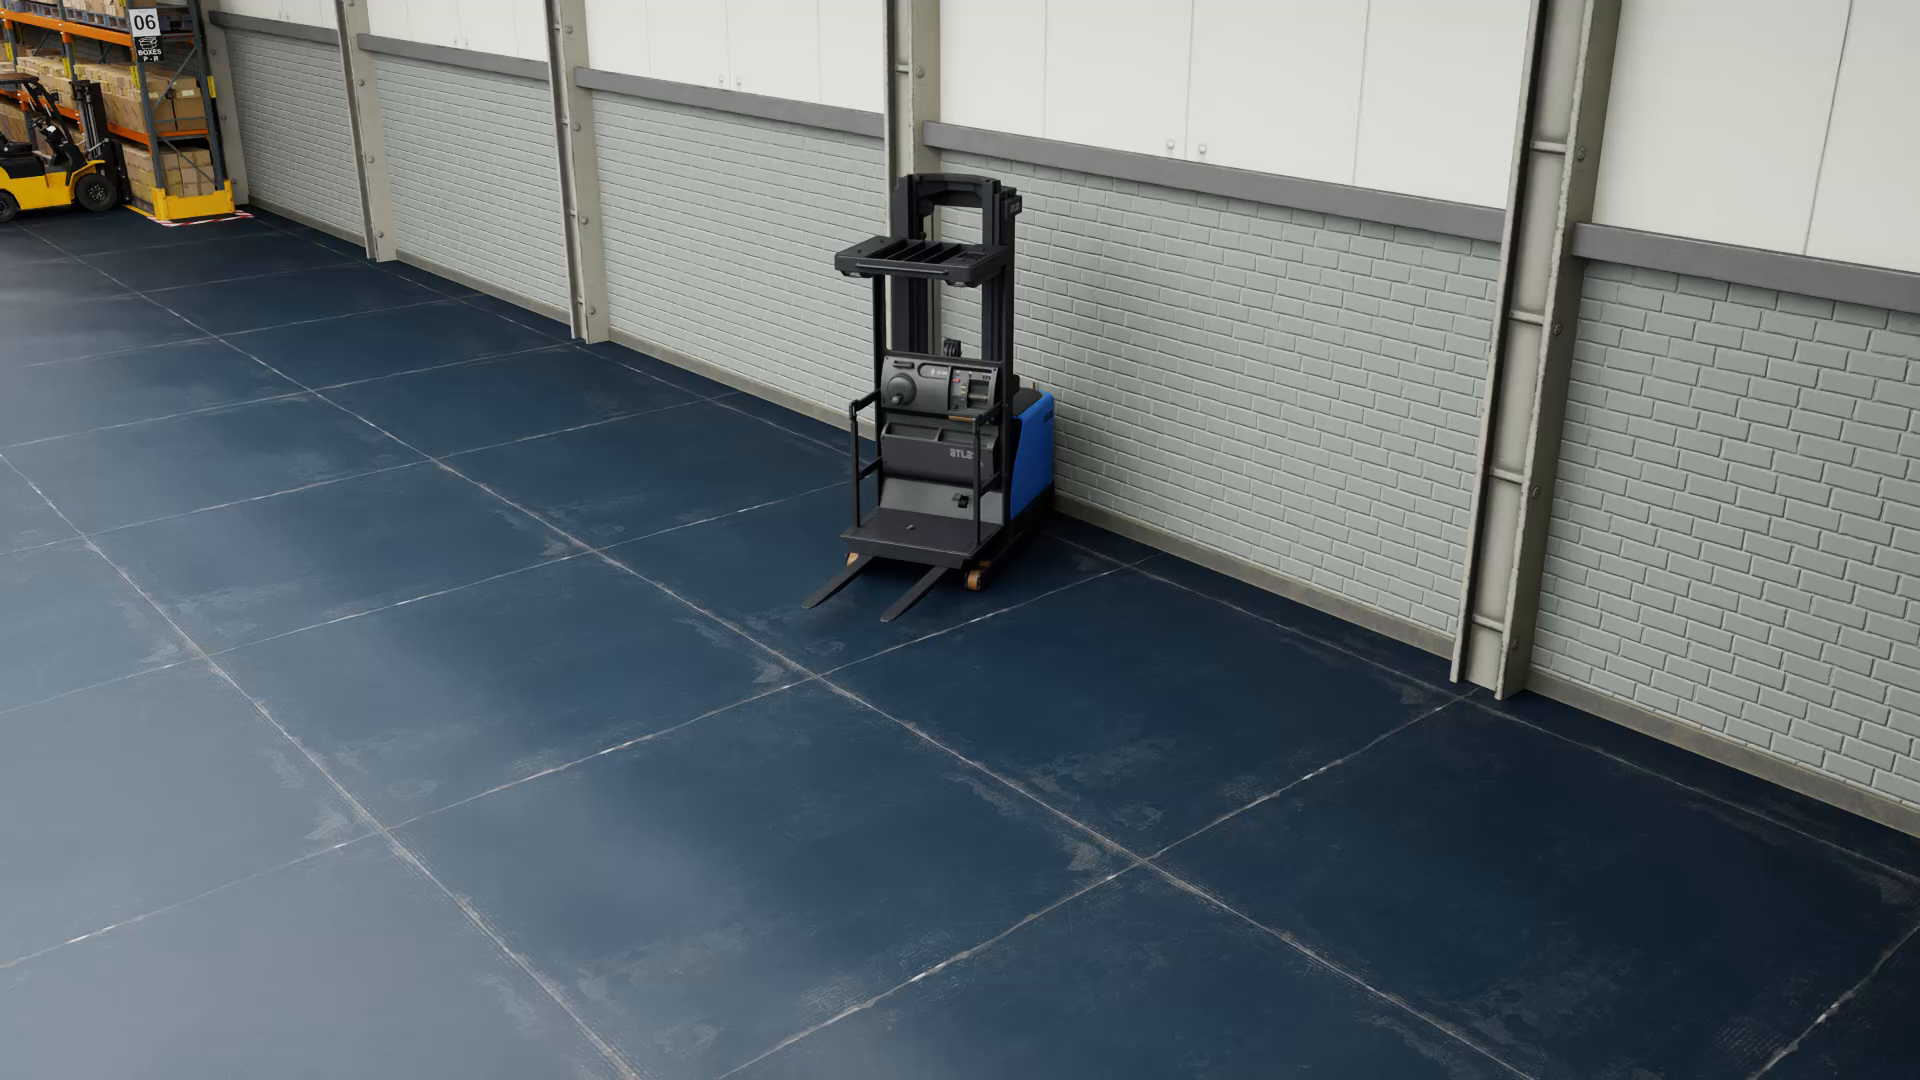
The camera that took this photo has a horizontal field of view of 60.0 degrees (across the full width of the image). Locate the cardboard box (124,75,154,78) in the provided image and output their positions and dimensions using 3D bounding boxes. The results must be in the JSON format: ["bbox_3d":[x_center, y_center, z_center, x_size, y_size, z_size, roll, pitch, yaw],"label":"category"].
[{"bbox_3d":[-13.259,-7.417,26.873,0.380,0.149,0.250,-17,27,-37],"label":"cardboard box"}]

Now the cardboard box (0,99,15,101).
[{"bbox_3d":[-19.769,-9.028,34.383,0.380,0.149,0.250,-19,28,-40],"label":"cardboard box"}]

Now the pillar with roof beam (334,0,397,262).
[{"bbox_3d":[-11.500,-7.185,19.491,9.100,9.000,0.400,-17,27,-37],"label":"pillar with roof beam"}]

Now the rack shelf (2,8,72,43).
[{"bbox_3d":[-16.300,-9.387,30.211,1.077,0.370,4.000,-17,27,-37],"label":"rack shelf"}]

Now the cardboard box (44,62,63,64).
[{"bbox_3d":[-16.527,-8.665,30.469,0.380,0.149,0.250,-17,27,-37],"label":"cardboard box"}]

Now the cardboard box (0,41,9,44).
[{"bbox_3d":[-19.732,-9.895,33.922,0.700,0.500,0.500,-17,27,-37],"label":"cardboard box"}]

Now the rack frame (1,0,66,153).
[{"bbox_3d":[-17.606,-8.878,32.038,1.000,3.000,0.127,-17,27,-37],"label":"rack frame"}]

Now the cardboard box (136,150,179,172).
[{"bbox_3d":[-12.921,-6.101,26.773,0.500,0.250,0.500,-16,27,-36],"label":"cardboard box"}]

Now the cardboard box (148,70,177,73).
[{"bbox_3d":[-13.207,-7.683,27.553,0.380,0.149,0.250,-18,28,-39],"label":"cardboard box"}]

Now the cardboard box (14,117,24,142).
[{"bbox_3d":[-18.363,-8.116,32.944,0.500,0.500,0.500,-18,28,-38],"label":"cardboard box"}]

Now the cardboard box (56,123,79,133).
[{"bbox_3d":[-16.337,-7.428,31.015,0.875,0.625,0.625,-19,28,-40],"label":"cardboard box"}]

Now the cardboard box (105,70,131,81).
[{"bbox_3d":[-13.934,-7.700,27.595,0.380,0.149,0.250,-17,27,-37],"label":"cardboard box"}]

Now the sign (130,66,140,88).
[{"bbox_3d":[-12.804,-7.192,25.820,0.100,0.325,0.005,-17,27,-37],"label":"sign"}]

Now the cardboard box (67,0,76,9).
[{"bbox_3d":[-14.636,-9.082,27.856,0.500,0.311,0.500,-17,27,-36],"label":"cardboard box"}]

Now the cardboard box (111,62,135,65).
[{"bbox_3d":[-14.557,-8.244,28.984,0.380,0.149,0.250,-17,27,-37],"label":"cardboard box"}]

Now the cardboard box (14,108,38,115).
[{"bbox_3d":[-18.460,-8.439,32.880,0.380,0.149,0.250,-19,28,-39],"label":"cardboard box"}]

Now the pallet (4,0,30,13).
[{"bbox_3d":[-17.095,-10.021,31.101,1.213,0.211,1.003,-16,26,-35],"label":"pallet"}]

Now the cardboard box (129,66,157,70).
[{"bbox_3d":[-13.877,-7.964,28.270,0.380,0.149,0.250,-18,28,-38],"label":"cardboard box"}]

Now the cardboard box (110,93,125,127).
[{"bbox_3d":[-13.570,-7.075,27.297,0.500,0.500,0.500,-18,28,-38],"label":"cardboard box"}]

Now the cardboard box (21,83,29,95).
[{"bbox_3d":[-17.501,-8.627,31.604,0.500,0.250,0.500,-17,27,-37],"label":"cardboard box"}]

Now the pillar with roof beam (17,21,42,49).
[{"bbox_3d":[-23.250,-12.159,32.188,9.100,9.000,0.400,-17,27,-37],"label":"pillar with roof beam"}]

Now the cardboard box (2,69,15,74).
[{"bbox_3d":[-18.325,-9.047,32.237,0.380,0.149,0.250,-17,27,-36],"label":"cardboard box"}]

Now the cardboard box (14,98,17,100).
[{"bbox_3d":[-19.582,-9.212,34.854,0.380,0.149,0.250,-17,27,-37],"label":"cardboard box"}]

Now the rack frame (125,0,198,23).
[{"bbox_3d":[-12.384,-9.461,25.301,1.000,3.000,0.127,-17,27,-37],"label":"rack frame"}]

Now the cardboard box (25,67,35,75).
[{"bbox_3d":[-17.175,-8.722,31.159,0.500,0.250,0.500,-16,27,-36],"label":"cardboard box"}]

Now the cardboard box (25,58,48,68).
[{"bbox_3d":[-17.258,-8.930,31.144,0.380,0.149,0.250,-17,27,-36],"label":"cardboard box"}]

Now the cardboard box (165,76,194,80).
[{"bbox_3d":[-12.567,-7.387,26.796,0.380,0.149,0.250,-16,27,-36],"label":"cardboard box"}]

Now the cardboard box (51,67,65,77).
[{"bbox_3d":[-15.960,-8.351,29.666,0.380,0.149,0.250,-19,28,-39],"label":"cardboard box"}]

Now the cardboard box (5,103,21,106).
[{"bbox_3d":[-19.086,-8.741,33.650,0.380,0.149,0.250,-17,27,-37],"label":"cardboard box"}]

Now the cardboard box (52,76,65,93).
[{"bbox_3d":[-15.850,-8.151,29.702,0.500,0.250,0.500,-18,28,-39],"label":"cardboard box"}]

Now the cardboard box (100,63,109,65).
[{"bbox_3d":[-15.685,-8.566,30.215,0.380,0.149,0.250,-17,27,-37],"label":"cardboard box"}]

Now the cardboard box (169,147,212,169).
[{"bbox_3d":[-12.554,-6.226,27.091,0.500,0.250,0.500,-18,28,-38],"label":"cardboard box"}]

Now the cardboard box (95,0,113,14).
[{"bbox_3d":[-13.450,-8.724,26.682,0.700,0.500,0.500,-17,27,-37],"label":"cardboard box"}]

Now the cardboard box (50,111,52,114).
[{"bbox_3d":[-17.863,-8.510,33.060,0.380,0.149,0.250,-16,27,-36],"label":"cardboard box"}]

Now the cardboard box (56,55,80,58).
[{"bbox_3d":[-16.985,-9.139,31.678,0.380,0.149,0.250,-17,27,-36],"label":"cardboard box"}]

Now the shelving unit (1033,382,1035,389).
[{"bbox_3d":[0.453,-0.854,14.168,0.215,1.050,0.252,-16,28,-39],"label":"shelving unit"}]

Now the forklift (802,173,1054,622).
[{"bbox_3d":[-0.236,-1.152,12.406,1.130,2.935,3.031,8,23,20],"label":"forklift"}]

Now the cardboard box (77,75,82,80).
[{"bbox_3d":[-14.986,-7.971,28.695,0.380,0.149,0.250,-18,28,-38],"label":"cardboard box"}]

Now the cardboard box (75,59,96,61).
[{"bbox_3d":[-16.311,-8.862,30.971,0.380,0.149,0.250,-18,28,-38],"label":"cardboard box"}]

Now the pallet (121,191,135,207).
[{"bbox_3d":[-13.707,-5.908,28.277,1.003,0.211,1.213,-17,27,-37],"label":"pallet"}]

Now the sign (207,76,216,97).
[{"bbox_3d":[-11.959,-7.238,26.556,0.100,0.325,0.005,-17,27,-37],"label":"sign"}]

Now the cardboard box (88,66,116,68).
[{"bbox_3d":[-14.599,-7.982,28.316,0.380,0.149,0.250,-18,28,-38],"label":"cardboard box"}]

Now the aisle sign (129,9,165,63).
[{"bbox_3d":[-12.563,-7.790,25.696,0.394,0.787,0.004,-17,27,-37],"label":"aisle sign"}]

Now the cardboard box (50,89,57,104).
[{"bbox_3d":[-16.155,-8.062,30.160,0.500,0.250,0.500,-17,27,-37],"label":"cardboard box"}]

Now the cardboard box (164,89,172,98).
[{"bbox_3d":[-12.618,-7.225,26.791,0.380,0.149,0.250,-17,27,-37],"label":"cardboard box"}]

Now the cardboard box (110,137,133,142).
[{"bbox_3d":[-14.257,-6.667,28.216,0.500,0.250,0.500,-16,27,-36],"label":"cardboard box"}]

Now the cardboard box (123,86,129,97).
[{"bbox_3d":[-13.288,-7.266,26.897,0.380,0.149,0.250,-18,27,-38],"label":"cardboard box"}]

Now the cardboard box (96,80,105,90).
[{"bbox_3d":[-14.172,-7.610,27.775,0.380,0.149,0.250,-19,28,-39],"label":"cardboard box"}]

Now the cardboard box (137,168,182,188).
[{"bbox_3d":[-12.938,-5.876,26.882,0.500,0.250,0.500,-18,28,-38],"label":"cardboard box"}]

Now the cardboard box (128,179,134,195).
[{"bbox_3d":[-13.567,-5.918,27.674,0.500,0.250,0.500,-17,27,-37],"label":"cardboard box"}]
